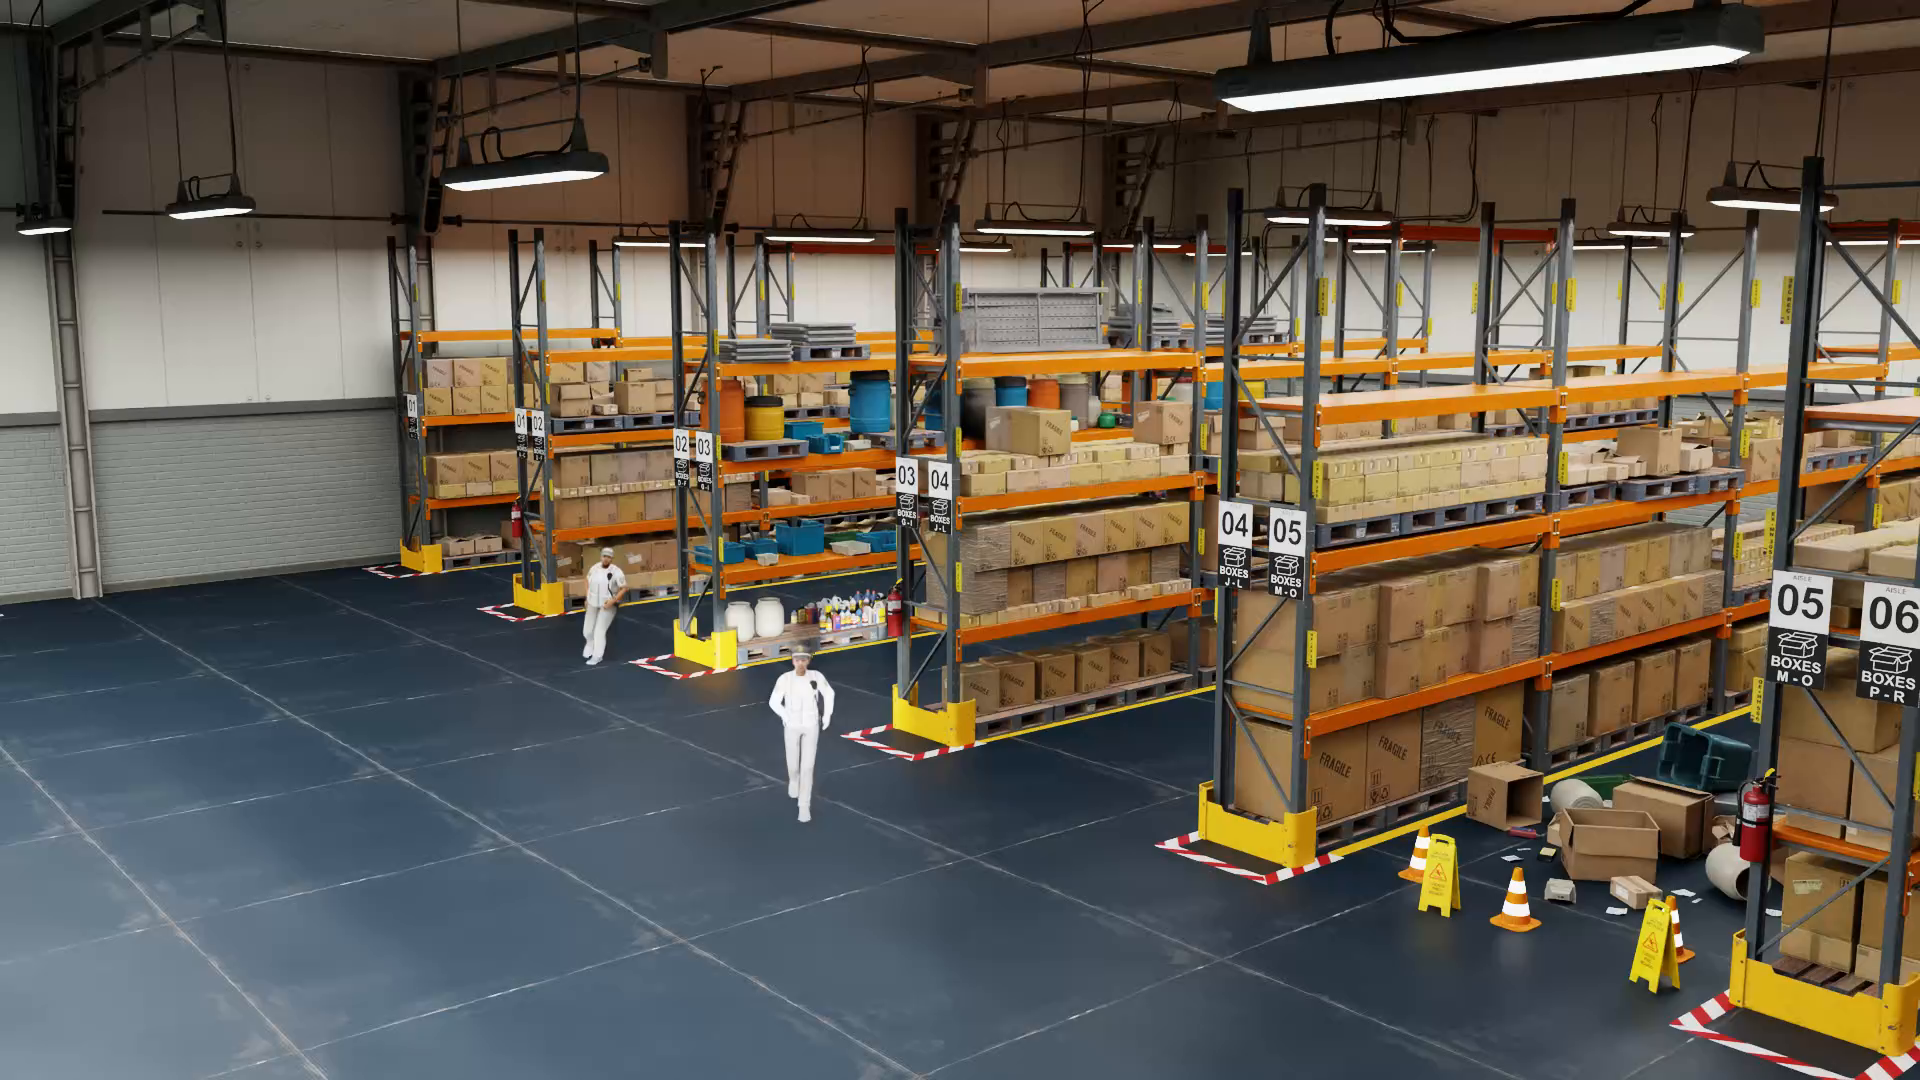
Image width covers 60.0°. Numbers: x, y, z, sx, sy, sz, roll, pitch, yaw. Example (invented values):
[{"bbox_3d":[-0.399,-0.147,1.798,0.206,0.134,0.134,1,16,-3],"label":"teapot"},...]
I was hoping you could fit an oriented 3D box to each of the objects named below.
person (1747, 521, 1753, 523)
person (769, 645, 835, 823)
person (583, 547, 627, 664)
[{"bbox_3d":[11.971,0.522,25.179,0.611,1.634,0.577,-6,11,-36],"label":"person"},{"bbox_3d":[-1.547,1.844,16.355,0.640,1.697,0.786,-1,9,-5],"label":"person"},{"bbox_3d":[-4.888,0.895,22.730,0.683,1.611,0.524,1,9,5],"label":"person"}]
